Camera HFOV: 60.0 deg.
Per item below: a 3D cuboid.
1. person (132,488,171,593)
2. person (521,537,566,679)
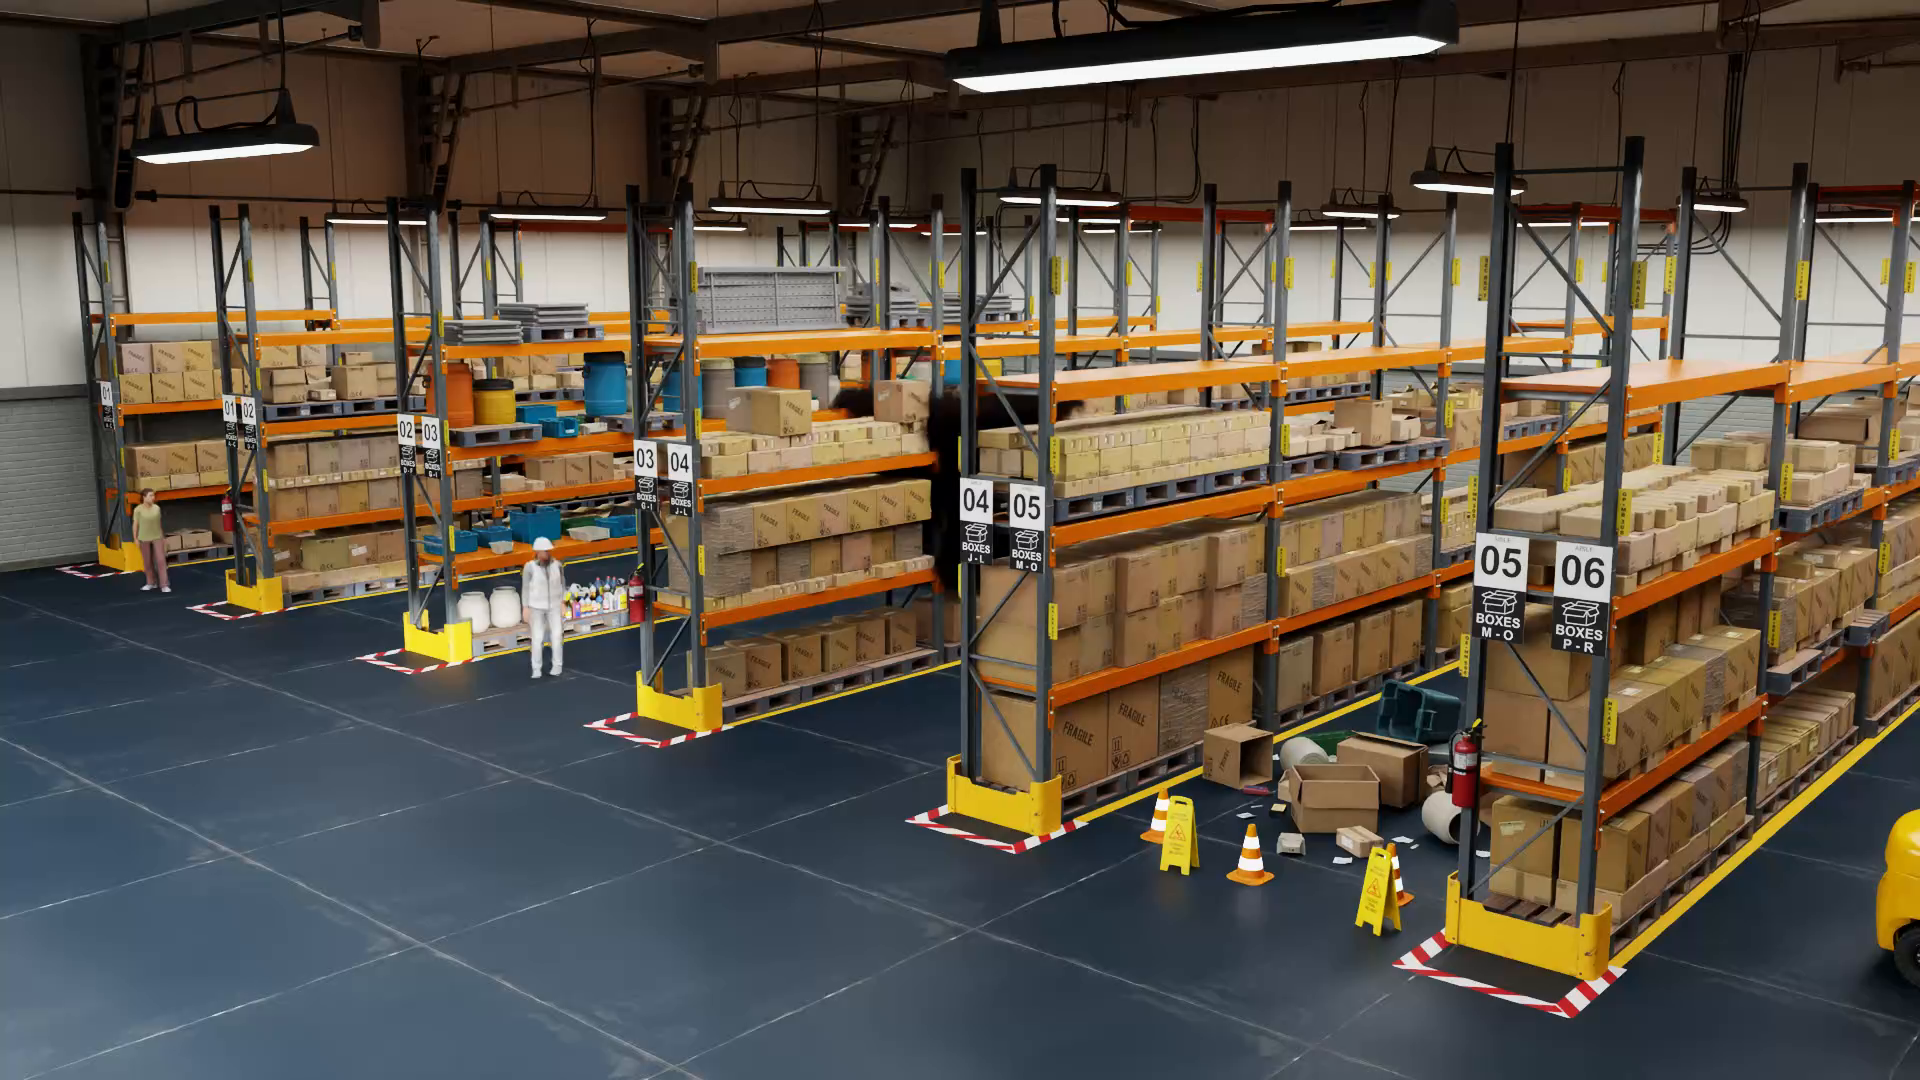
[{"bbox_3d":[-12.788,0.003,26.253,0.466,1.658,0.633,-5,11,-28],"label":"person"},{"bbox_3d":[-5.239,0.841,20.970,0.583,1.799,0.427,-6,11,-31],"label":"person"}]
